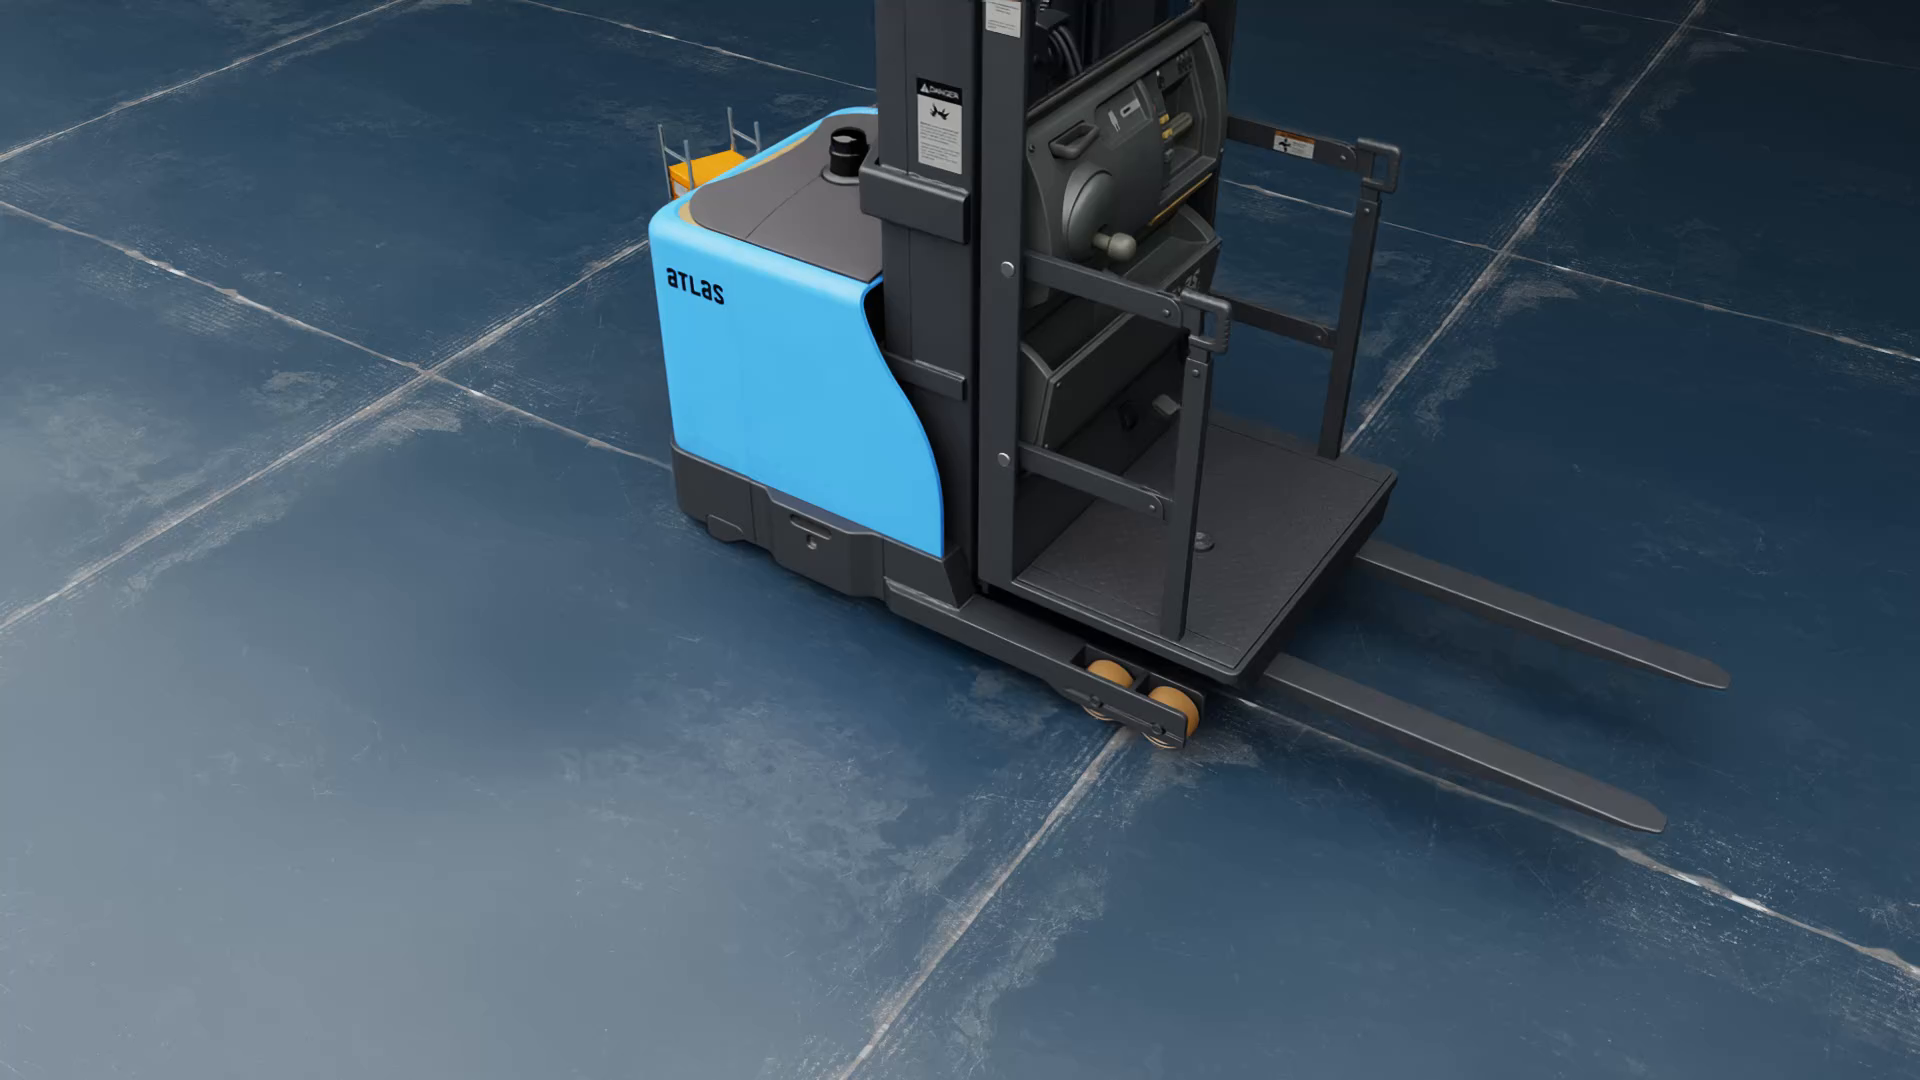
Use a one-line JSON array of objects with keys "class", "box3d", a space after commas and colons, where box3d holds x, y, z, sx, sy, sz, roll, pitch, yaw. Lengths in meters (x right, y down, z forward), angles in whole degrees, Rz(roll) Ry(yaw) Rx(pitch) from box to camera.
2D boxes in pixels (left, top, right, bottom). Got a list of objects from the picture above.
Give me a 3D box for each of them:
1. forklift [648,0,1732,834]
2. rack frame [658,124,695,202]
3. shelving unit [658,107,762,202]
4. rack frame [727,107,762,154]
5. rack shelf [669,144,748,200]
[{"class": "forklift", "box3d": [0.608, -0.968, 4.104, 3.031, 2.935, 1.130, 22, 43, 26]}, {"class": "rack frame", "box3d": [-0.864, -0.824, 5.444, 0.008, 1.050, 0.200, -22, 37, -26]}, {"class": "shelving unit", "box3d": [-0.762, -0.866, 5.499, 0.252, 1.050, 0.215, -22, 37, -26]}, {"class": "rack frame", "box3d": [-0.661, -0.907, 5.553, 0.008, 1.050, 0.200, -22, 37, -26]}, {"class": "rack shelf", "box3d": [-0.777, -1.094, 5.350, 0.240, 0.259, 0.215, -22, 37, -26]}]
